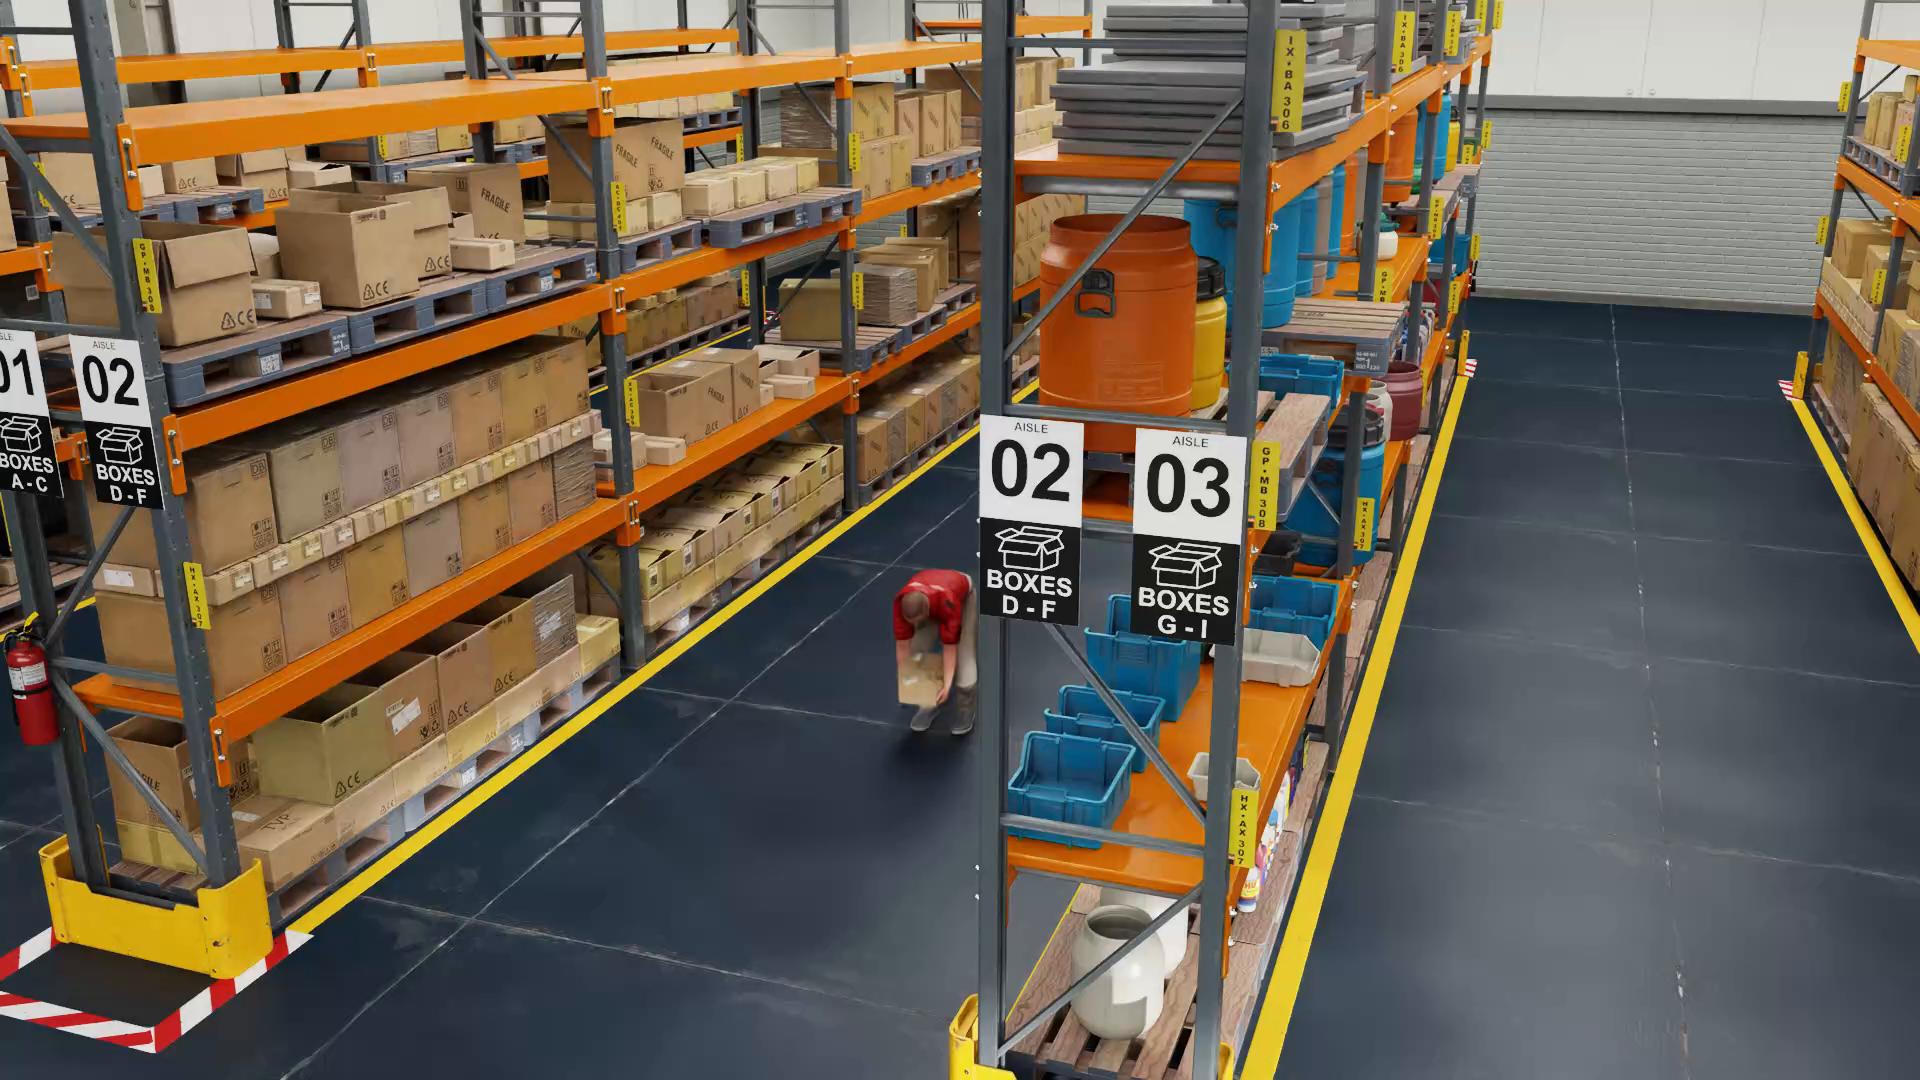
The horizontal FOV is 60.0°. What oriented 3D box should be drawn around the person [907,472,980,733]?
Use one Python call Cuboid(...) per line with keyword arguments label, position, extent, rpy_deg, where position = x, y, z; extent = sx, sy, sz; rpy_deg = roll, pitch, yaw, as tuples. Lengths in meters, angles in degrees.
Cuboid(label="person", position=(-0.107, 0.424, 10.827), extent=(0.504, 1.719, 0.535), rpy_deg=(6, 20, 18))
